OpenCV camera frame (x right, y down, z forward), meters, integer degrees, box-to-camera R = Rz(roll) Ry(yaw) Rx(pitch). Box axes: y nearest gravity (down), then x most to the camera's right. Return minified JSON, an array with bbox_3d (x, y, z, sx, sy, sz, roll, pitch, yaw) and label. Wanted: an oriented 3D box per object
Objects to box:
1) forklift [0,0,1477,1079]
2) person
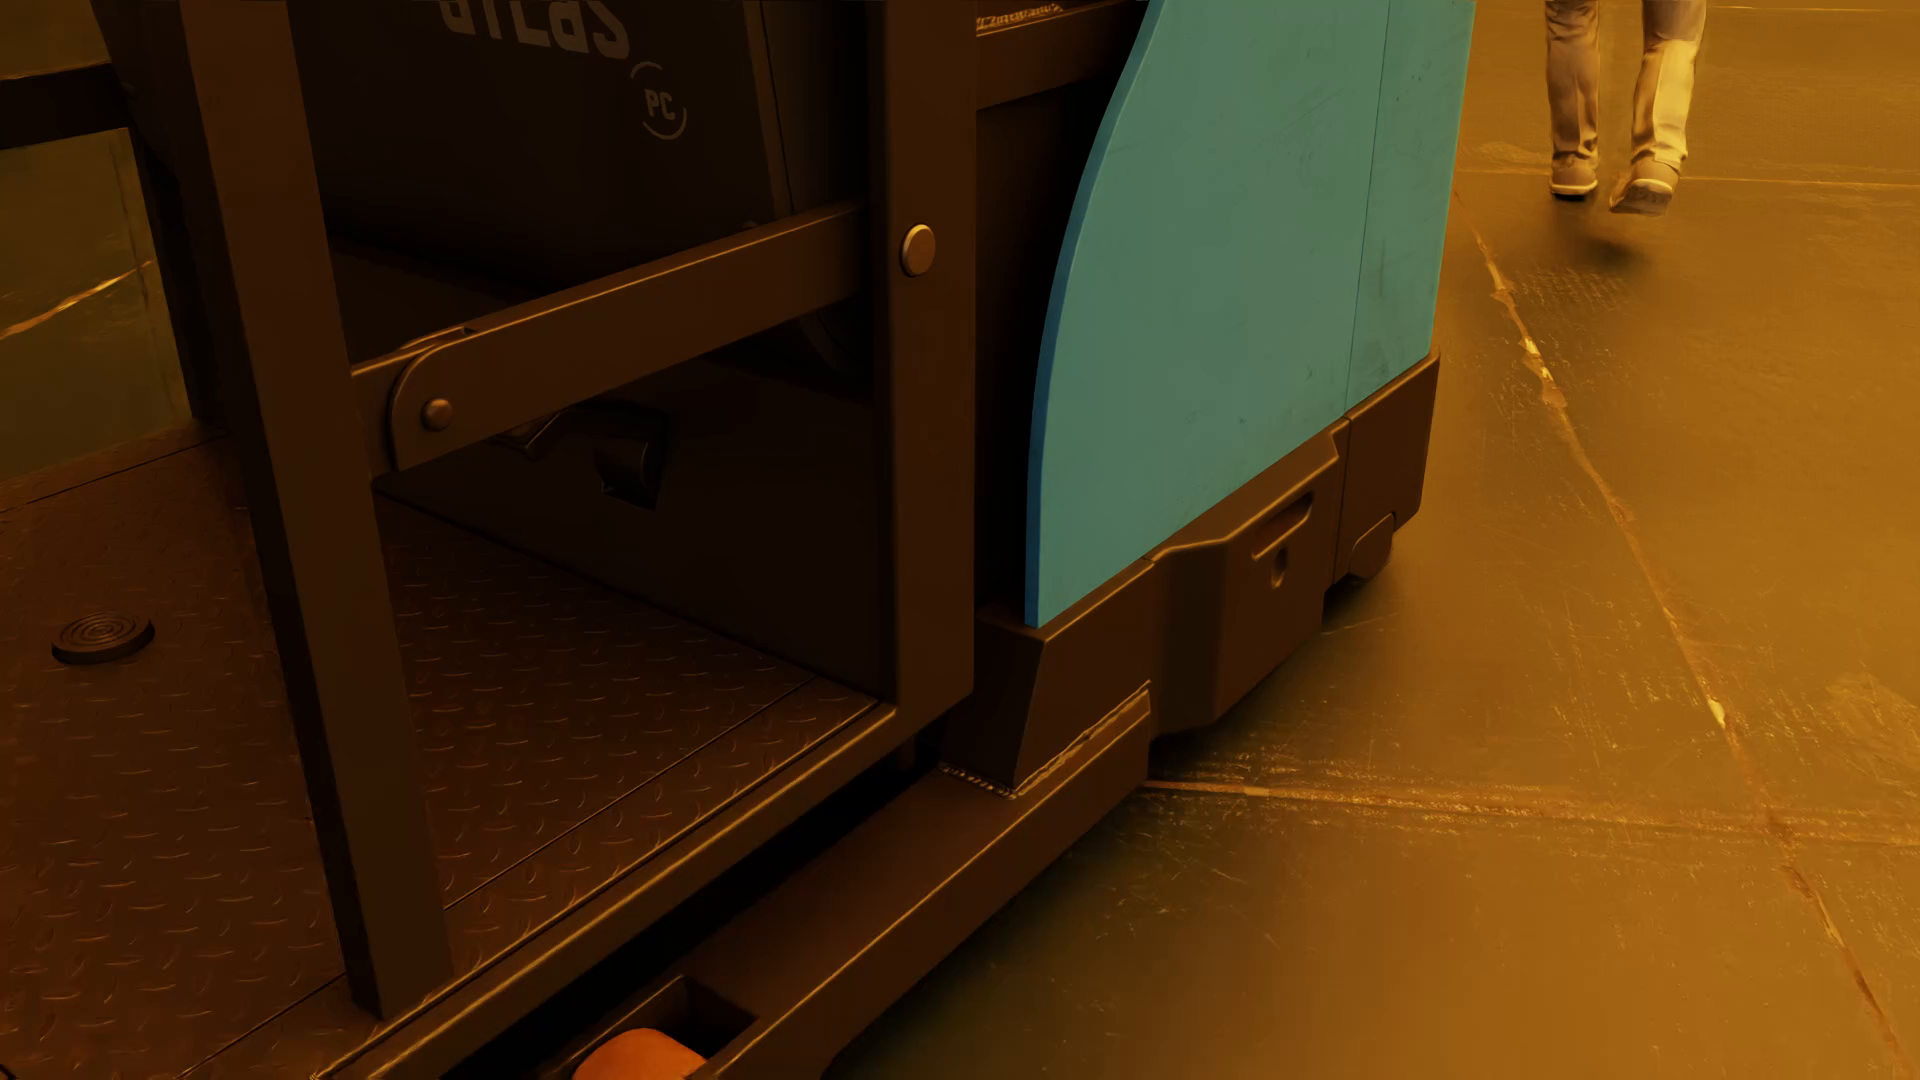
[{"bbox_3d":[-0.605,-0.919,1.059,1.130,2.935,3.031,18,32,32],"label":"forklift"},{"bbox_3d":[1.522,-1.510,3.778,0.539,1.585,0.776,5,27,10],"label":"person"}]
